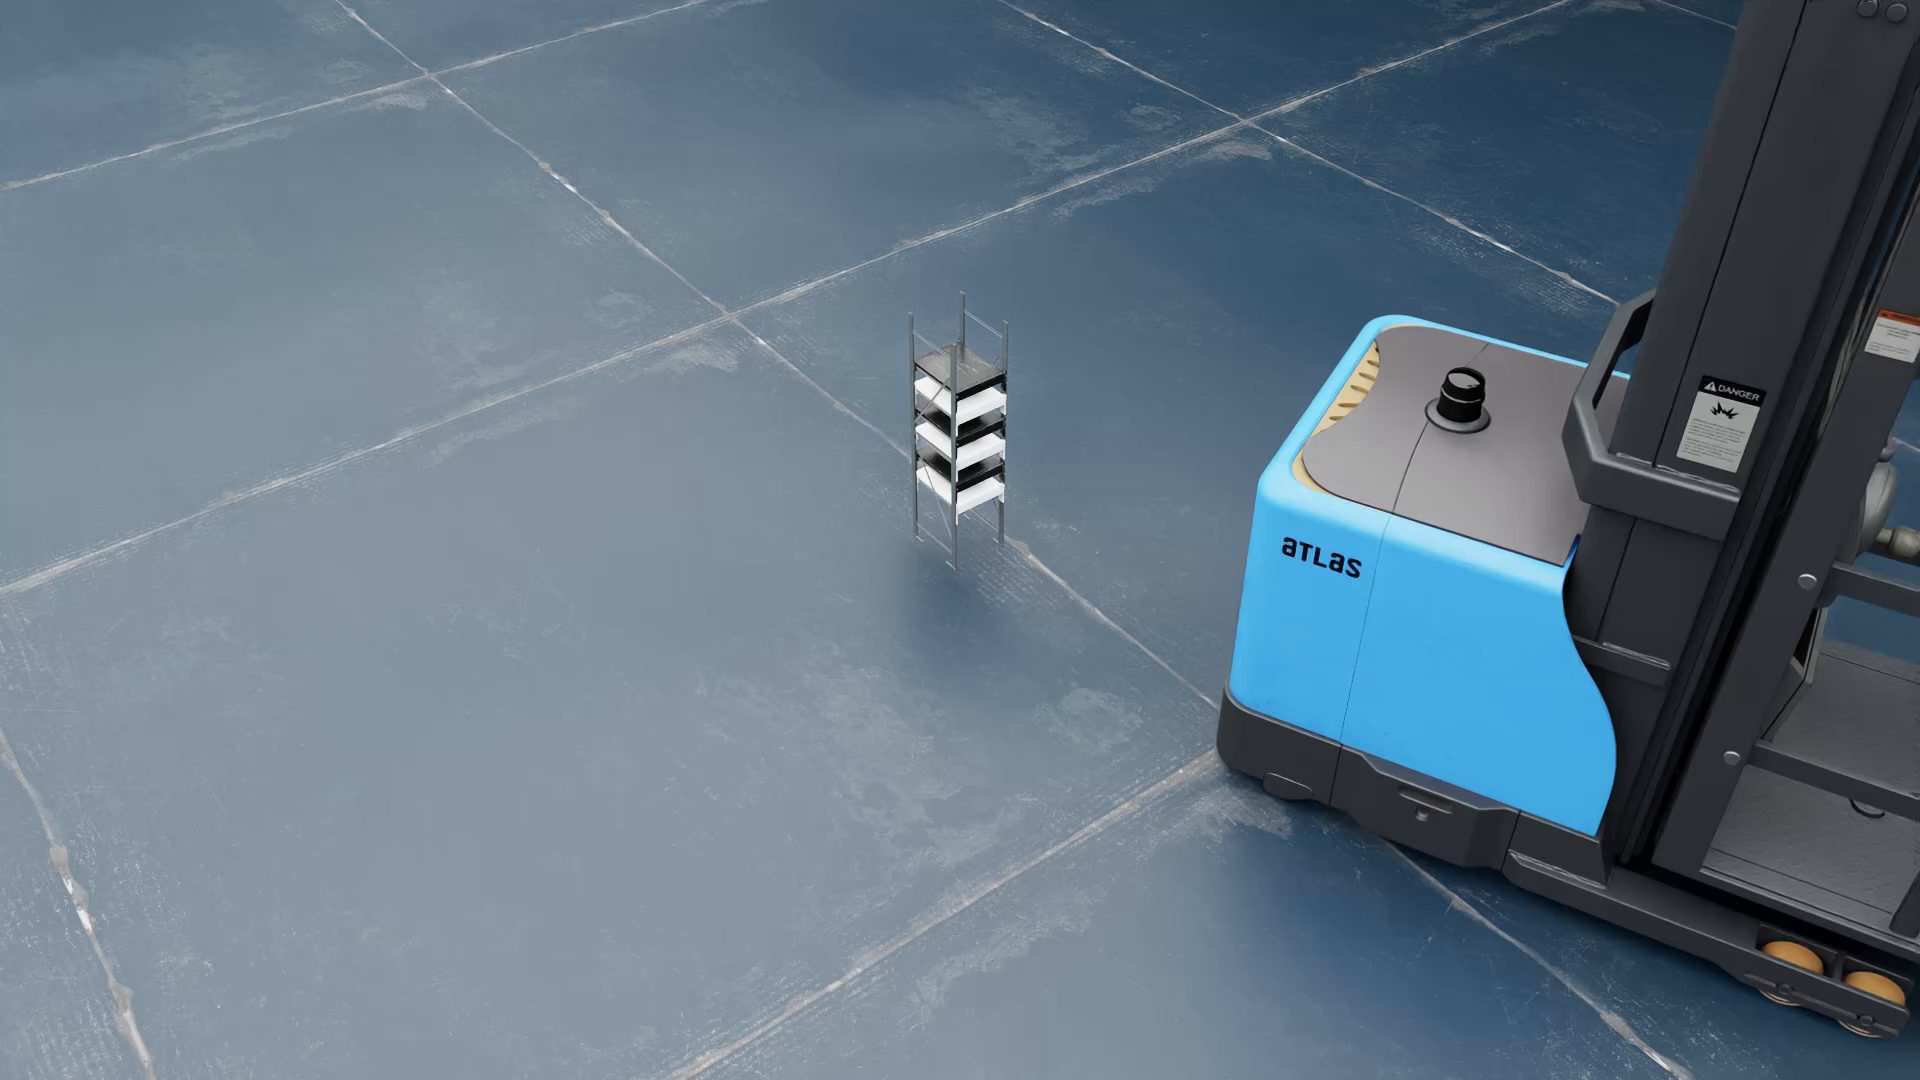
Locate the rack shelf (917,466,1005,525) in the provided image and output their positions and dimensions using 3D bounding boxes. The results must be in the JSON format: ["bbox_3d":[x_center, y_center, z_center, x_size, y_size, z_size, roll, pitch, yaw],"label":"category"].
[{"bbox_3d":[-0.006,-0.180,5.596,0.200,0.077,0.258,-26,46,-28],"label":"rack shelf"}]

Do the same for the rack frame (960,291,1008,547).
[{"bbox_3d":[0.074,-0.384,5.509,0.006,0.900,0.240,-26,46,-28],"label":"rack frame"}]

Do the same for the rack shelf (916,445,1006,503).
[{"bbox_3d":[-0.006,-0.249,5.539,0.200,0.077,0.258,-26,46,-28],"label":"rack shelf"}]

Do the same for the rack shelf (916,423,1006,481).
[{"bbox_3d":[-0.006,-0.319,5.482,0.200,0.077,0.258,-26,46,-28],"label":"rack shelf"}]

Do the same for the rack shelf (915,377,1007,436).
[{"bbox_3d":[-0.006,-0.458,5.368,0.200,0.077,0.258,-26,46,-28],"label":"rack shelf"}]

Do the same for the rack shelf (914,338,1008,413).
[{"bbox_3d":[-0.006,-0.528,5.311,0.200,0.077,0.258,-26,46,-28],"label":"rack shelf"}]

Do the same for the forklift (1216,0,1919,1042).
[{"bbox_3d":[2.294,-0.264,3.761,3.031,2.935,1.130,19,43,22],"label":"forklift"}]

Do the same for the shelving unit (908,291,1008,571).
[{"bbox_3d":[-0.006,-0.345,5.461,0.210,0.900,0.258,-26,46,-28],"label":"shelving unit"}]

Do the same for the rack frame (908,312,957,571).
[{"bbox_3d":[-0.087,-0.305,5.413,0.006,0.900,0.240,-26,46,-28],"label":"rack frame"}]

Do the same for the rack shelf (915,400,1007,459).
[{"bbox_3d":[-0.006,-0.389,5.425,0.200,0.077,0.258,-26,46,-28],"label":"rack shelf"}]
